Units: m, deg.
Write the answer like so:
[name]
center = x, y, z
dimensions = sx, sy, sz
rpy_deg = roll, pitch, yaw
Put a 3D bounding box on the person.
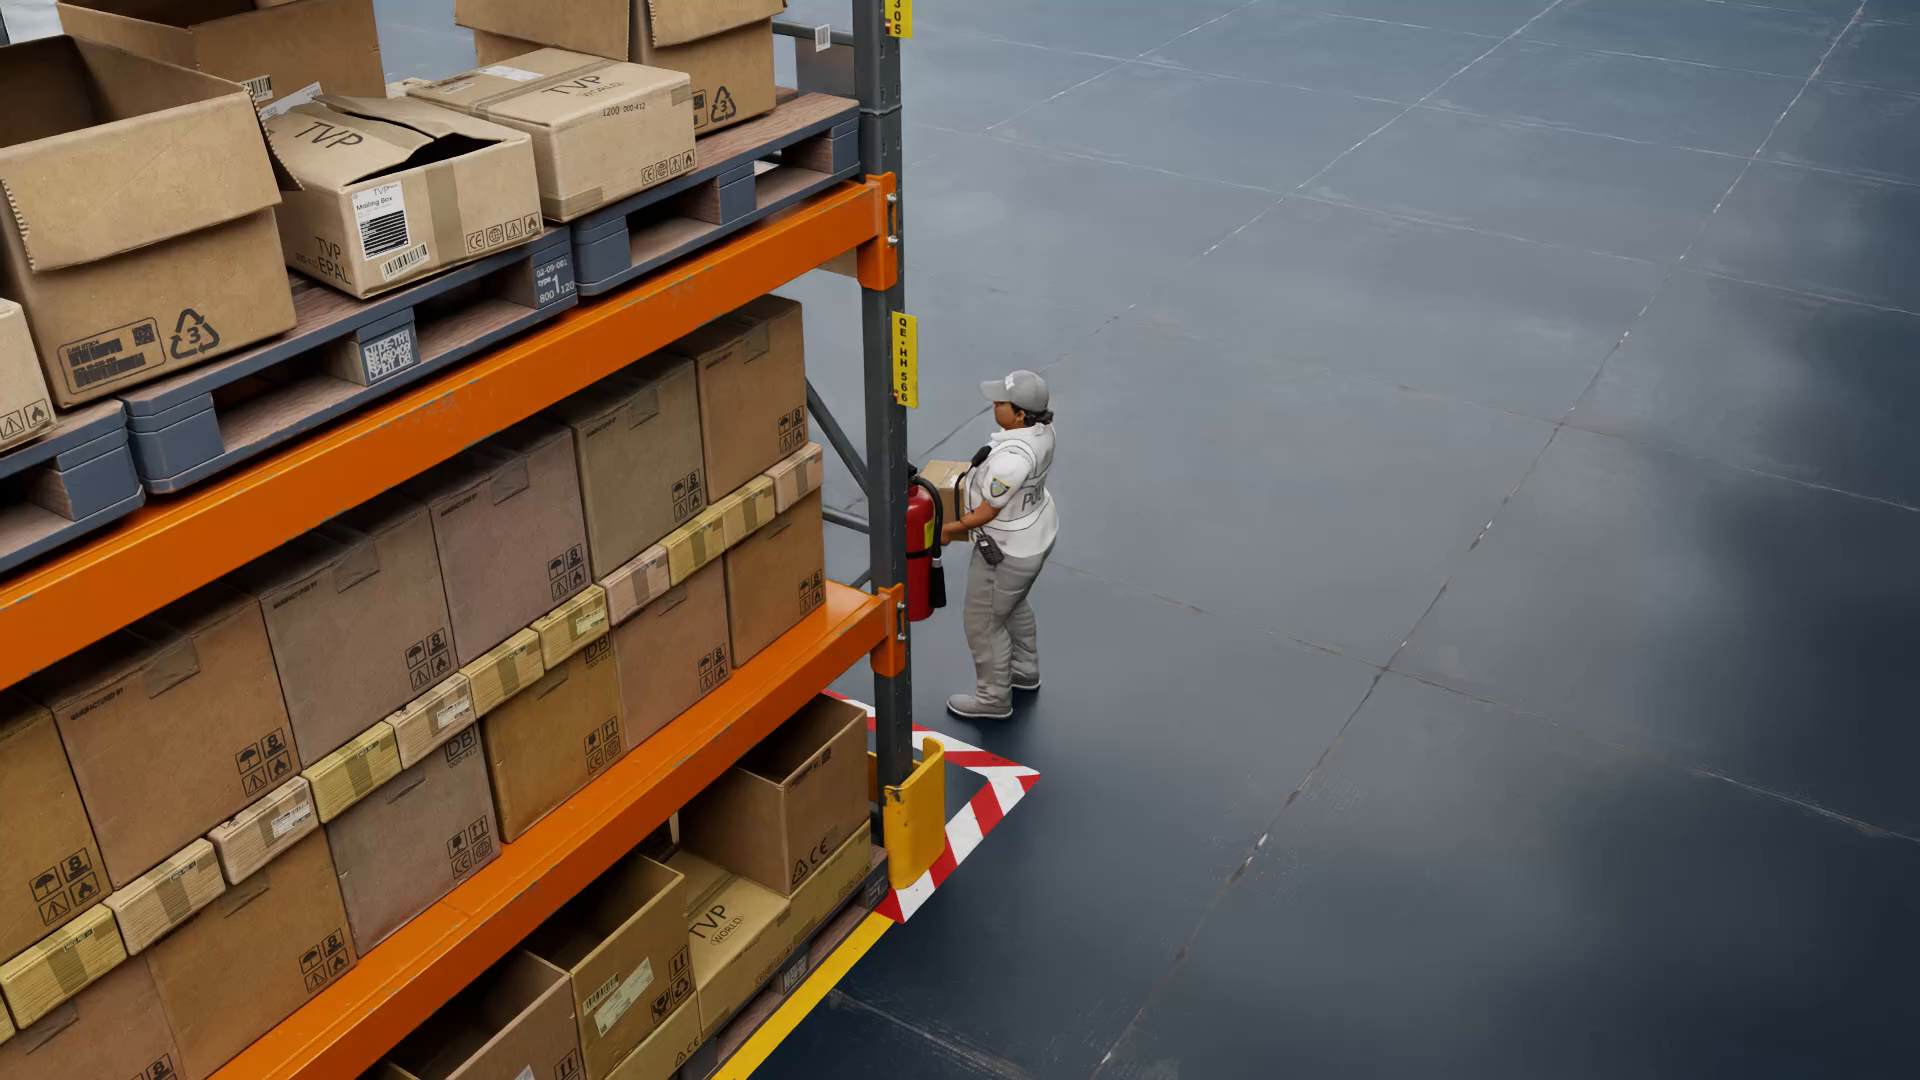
[person]
center = 0.138, 0.011, 7.120
dimensions = 0.541, 1.653, 0.453
rpy_deg = 10, 32, 16
